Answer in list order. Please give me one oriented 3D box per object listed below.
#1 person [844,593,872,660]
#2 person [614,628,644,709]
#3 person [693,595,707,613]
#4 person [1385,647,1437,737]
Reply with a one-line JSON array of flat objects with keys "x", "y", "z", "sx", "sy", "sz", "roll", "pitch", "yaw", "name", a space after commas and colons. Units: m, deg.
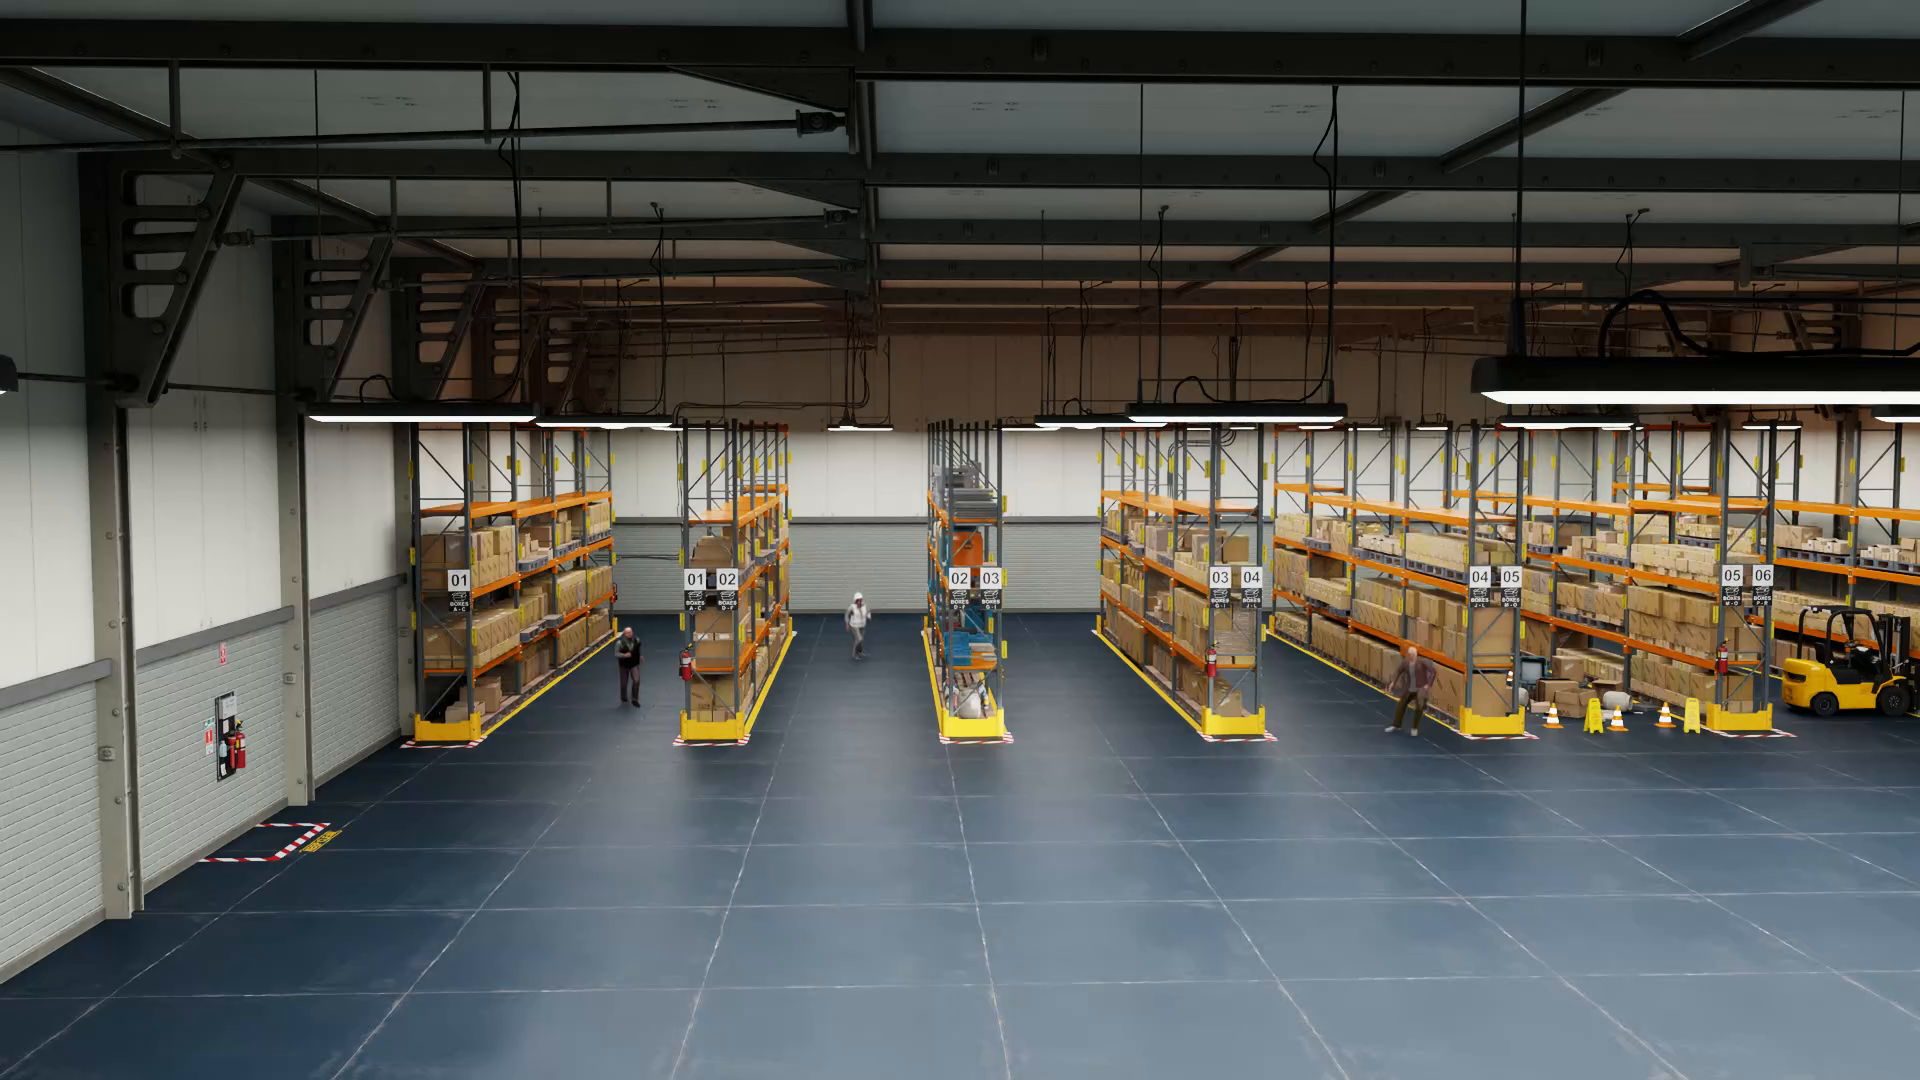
[{"x": -2.539, "y": 2.199, "z": 42.258, "sx": 0.656, "sy": 1.739, "sz": 0.827, "roll": -3, "pitch": 5, "yaw": -43, "name": "person"}, {"x": -6.929, "y": 2.660, "z": 34.837, "sx": 0.651, "sy": 1.697, "sz": 0.976, "roll": -1, "pitch": 4, "yaw": -19, "name": "person"}, {"x": -6.945, "y": 1.946, "z": 45.212, "sx": 0.658, "sy": 1.802, "sz": 0.822, "roll": 0, "pitch": 4, "yaw": 4, "name": "person"}, {"x": 8.502, "y": 2.910, "z": 31.512, "sx": 0.927, "sy": 1.578, "sz": 0.649, "roll": 3, "pitch": 5, "yaw": 41, "name": "person"}]
